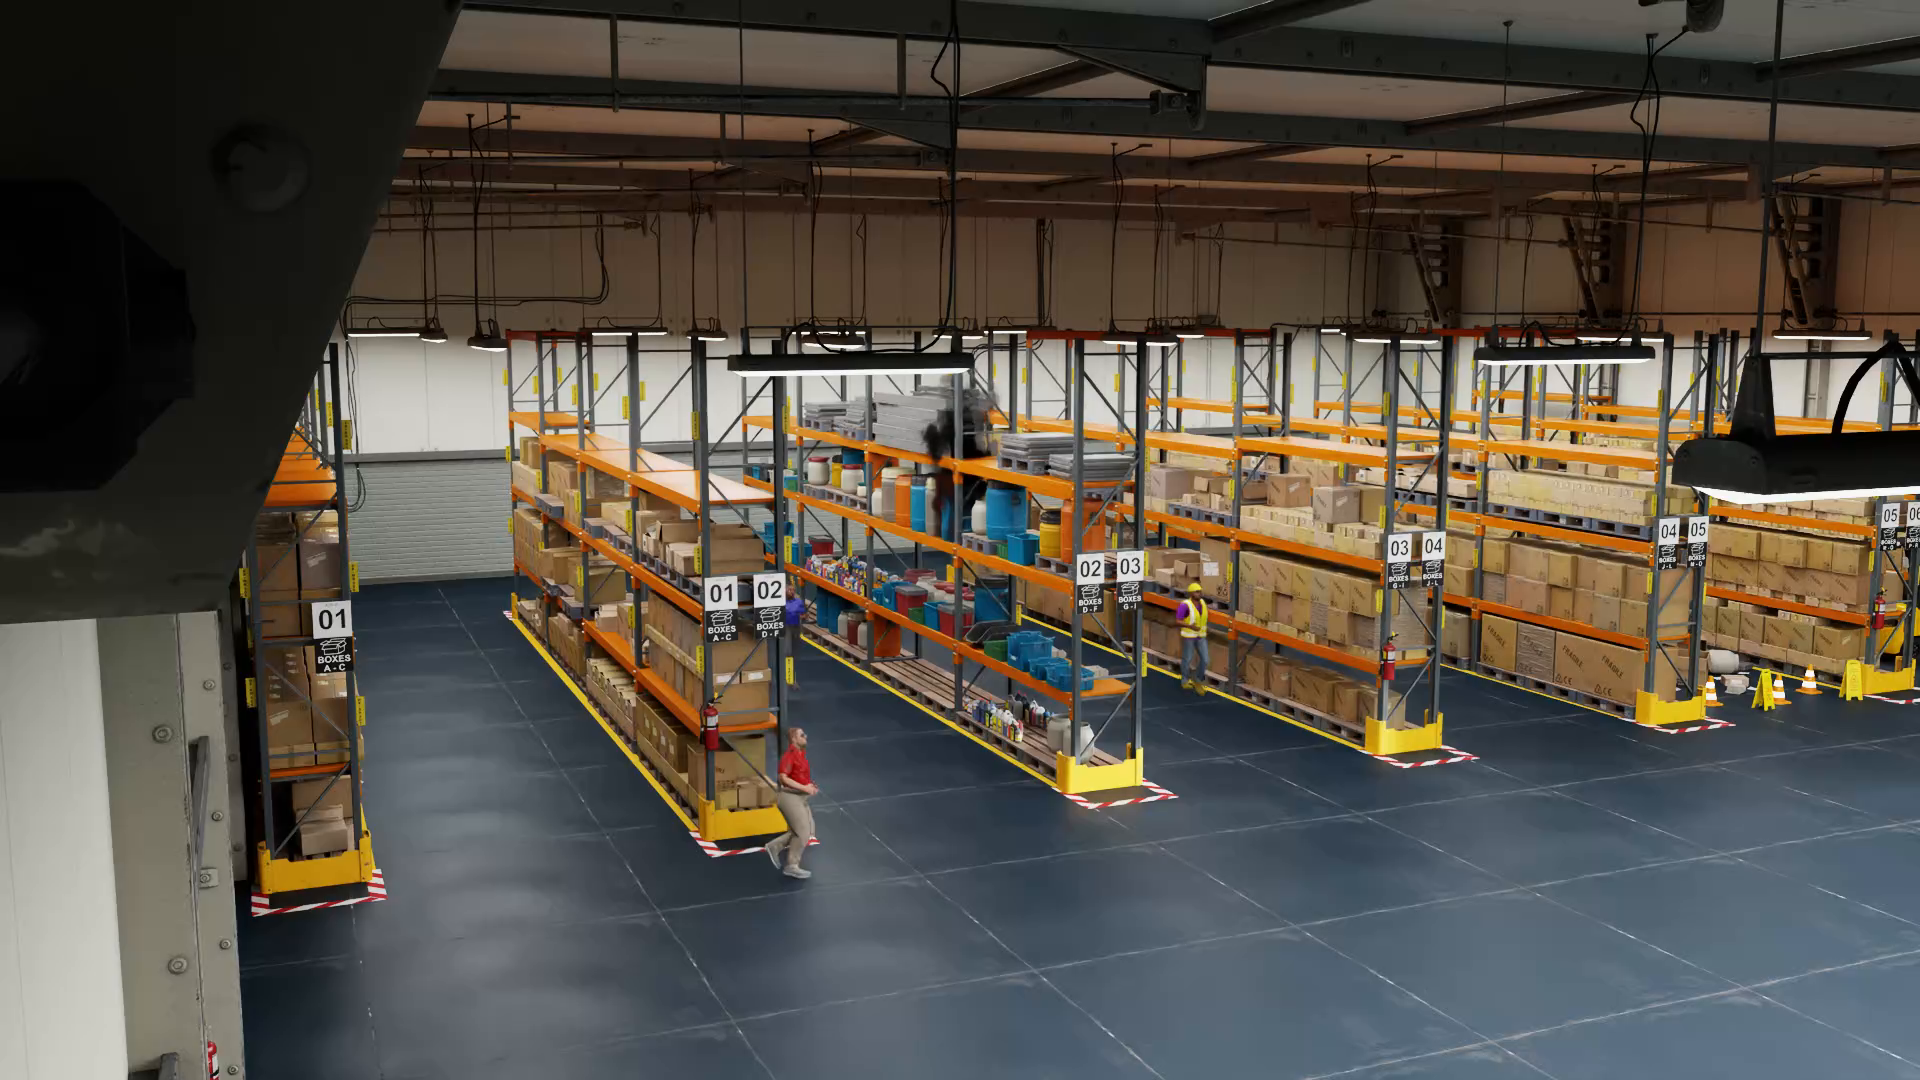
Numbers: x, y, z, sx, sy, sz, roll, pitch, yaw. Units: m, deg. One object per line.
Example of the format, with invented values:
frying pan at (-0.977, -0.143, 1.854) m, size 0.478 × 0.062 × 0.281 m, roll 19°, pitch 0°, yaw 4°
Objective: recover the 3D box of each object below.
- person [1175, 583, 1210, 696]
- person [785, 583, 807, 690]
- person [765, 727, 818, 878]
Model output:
person at (3.746, 1.590, 26.549) m, size 0.684 × 1.828 × 0.694 m, roll -3°, pitch 8°, yaw -22°
person at (-2.782, 1.545, 27.252) m, size 0.562 × 1.691 × 0.849 m, roll -5°, pitch 9°, yaw -31°
person at (-1.892, 2.956, 18.895) m, size 0.628 × 1.676 × 0.713 m, roll 1°, pitch 8°, yaw 7°
